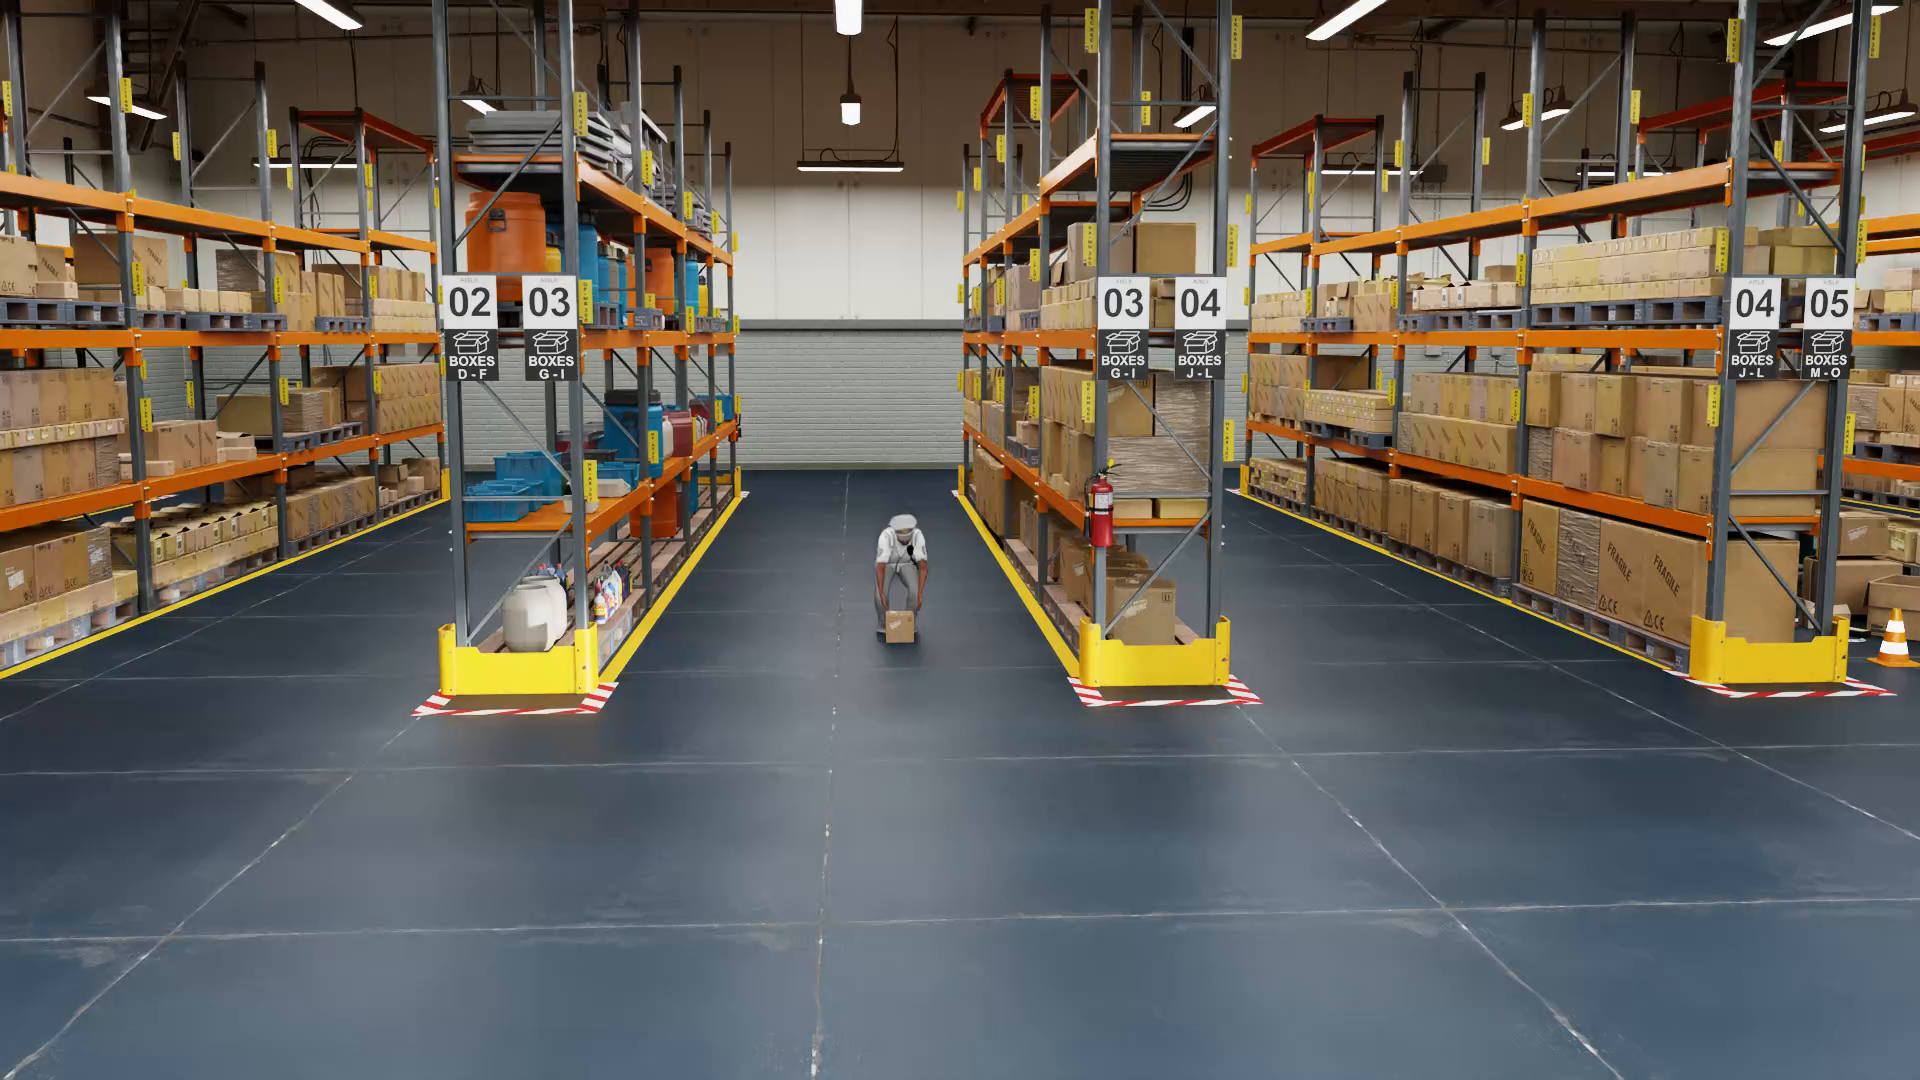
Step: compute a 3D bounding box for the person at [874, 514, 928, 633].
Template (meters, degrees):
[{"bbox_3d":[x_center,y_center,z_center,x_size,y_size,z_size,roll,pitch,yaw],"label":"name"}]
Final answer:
[{"bbox_3d":[-0.550,0.306,15.448,0.498,1.135,0.820,0,7,-4],"label":"person"}]
